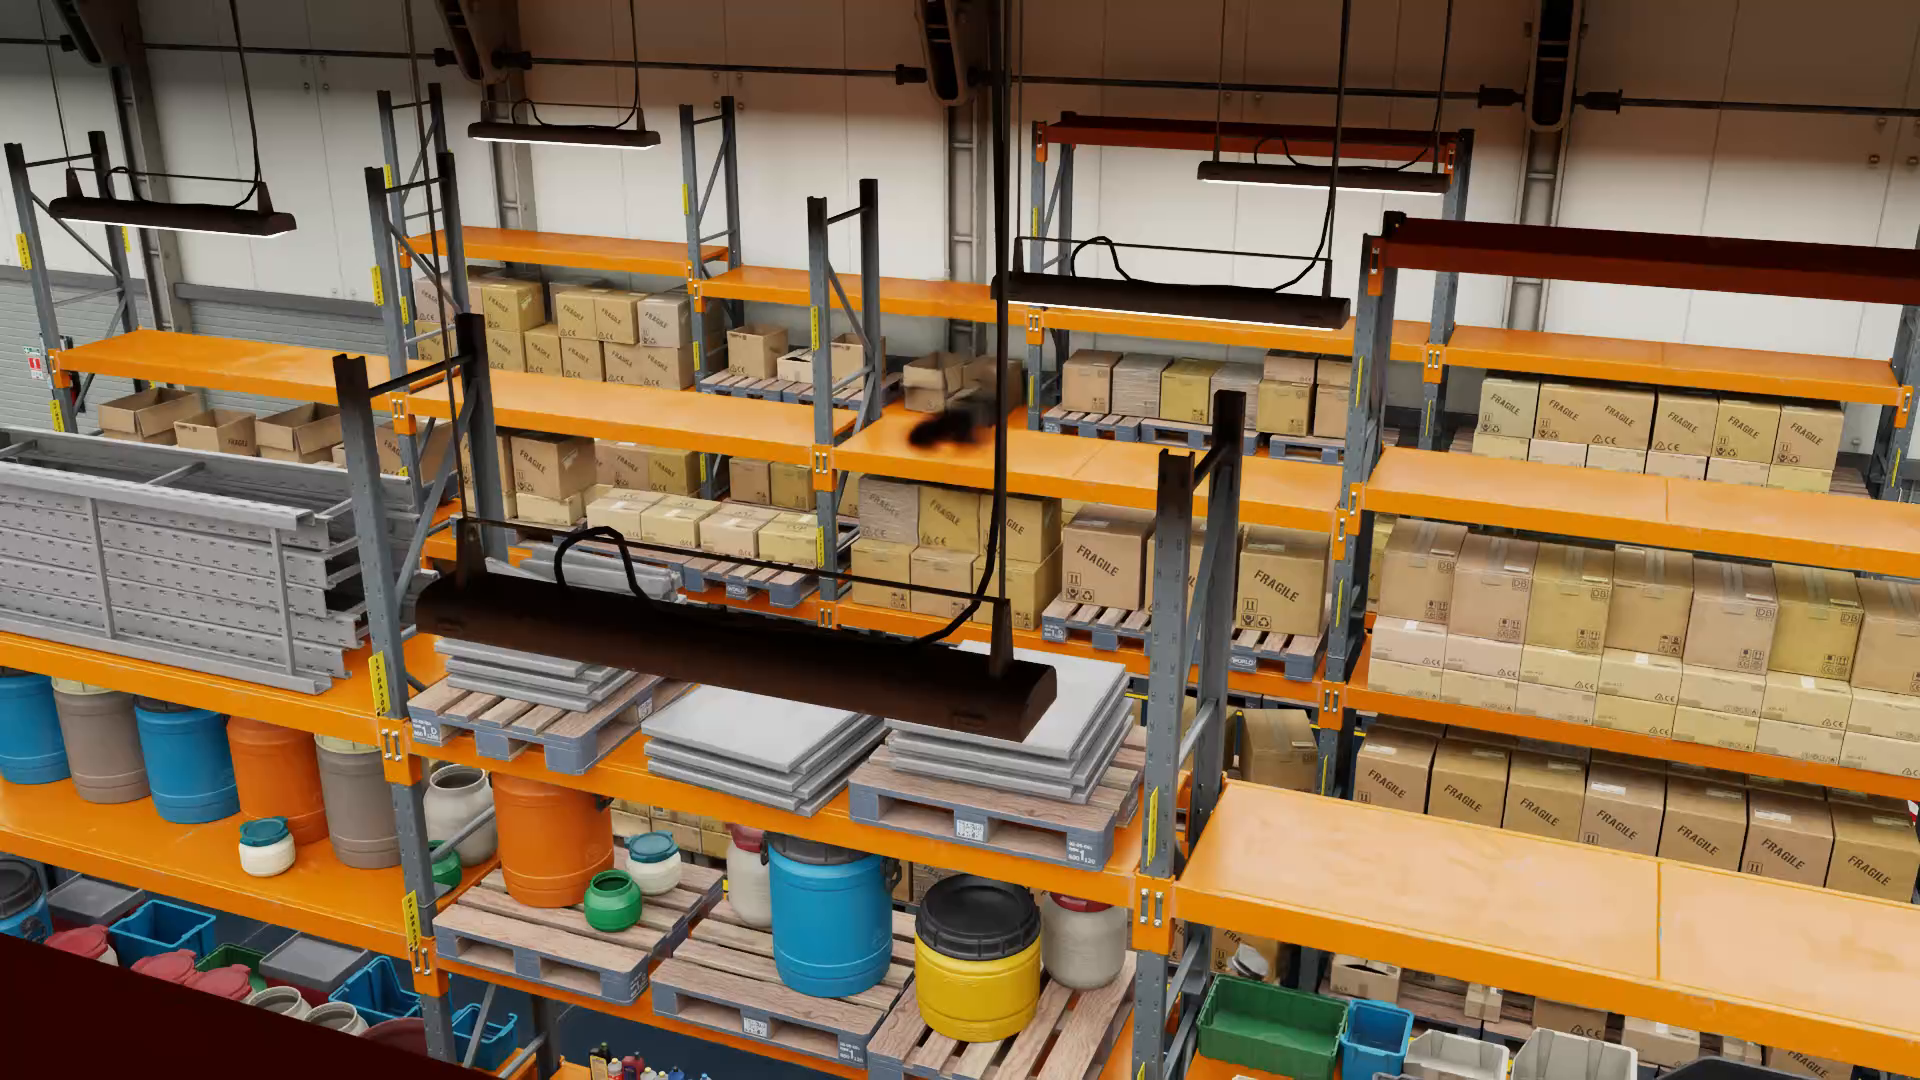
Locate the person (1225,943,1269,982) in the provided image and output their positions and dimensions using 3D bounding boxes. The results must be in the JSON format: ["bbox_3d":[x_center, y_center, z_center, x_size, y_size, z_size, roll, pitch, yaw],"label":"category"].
[{"bbox_3d":[1.849,3.421,11.068,0.802,1.658,0.626,4,21,11],"label":"person"}]
